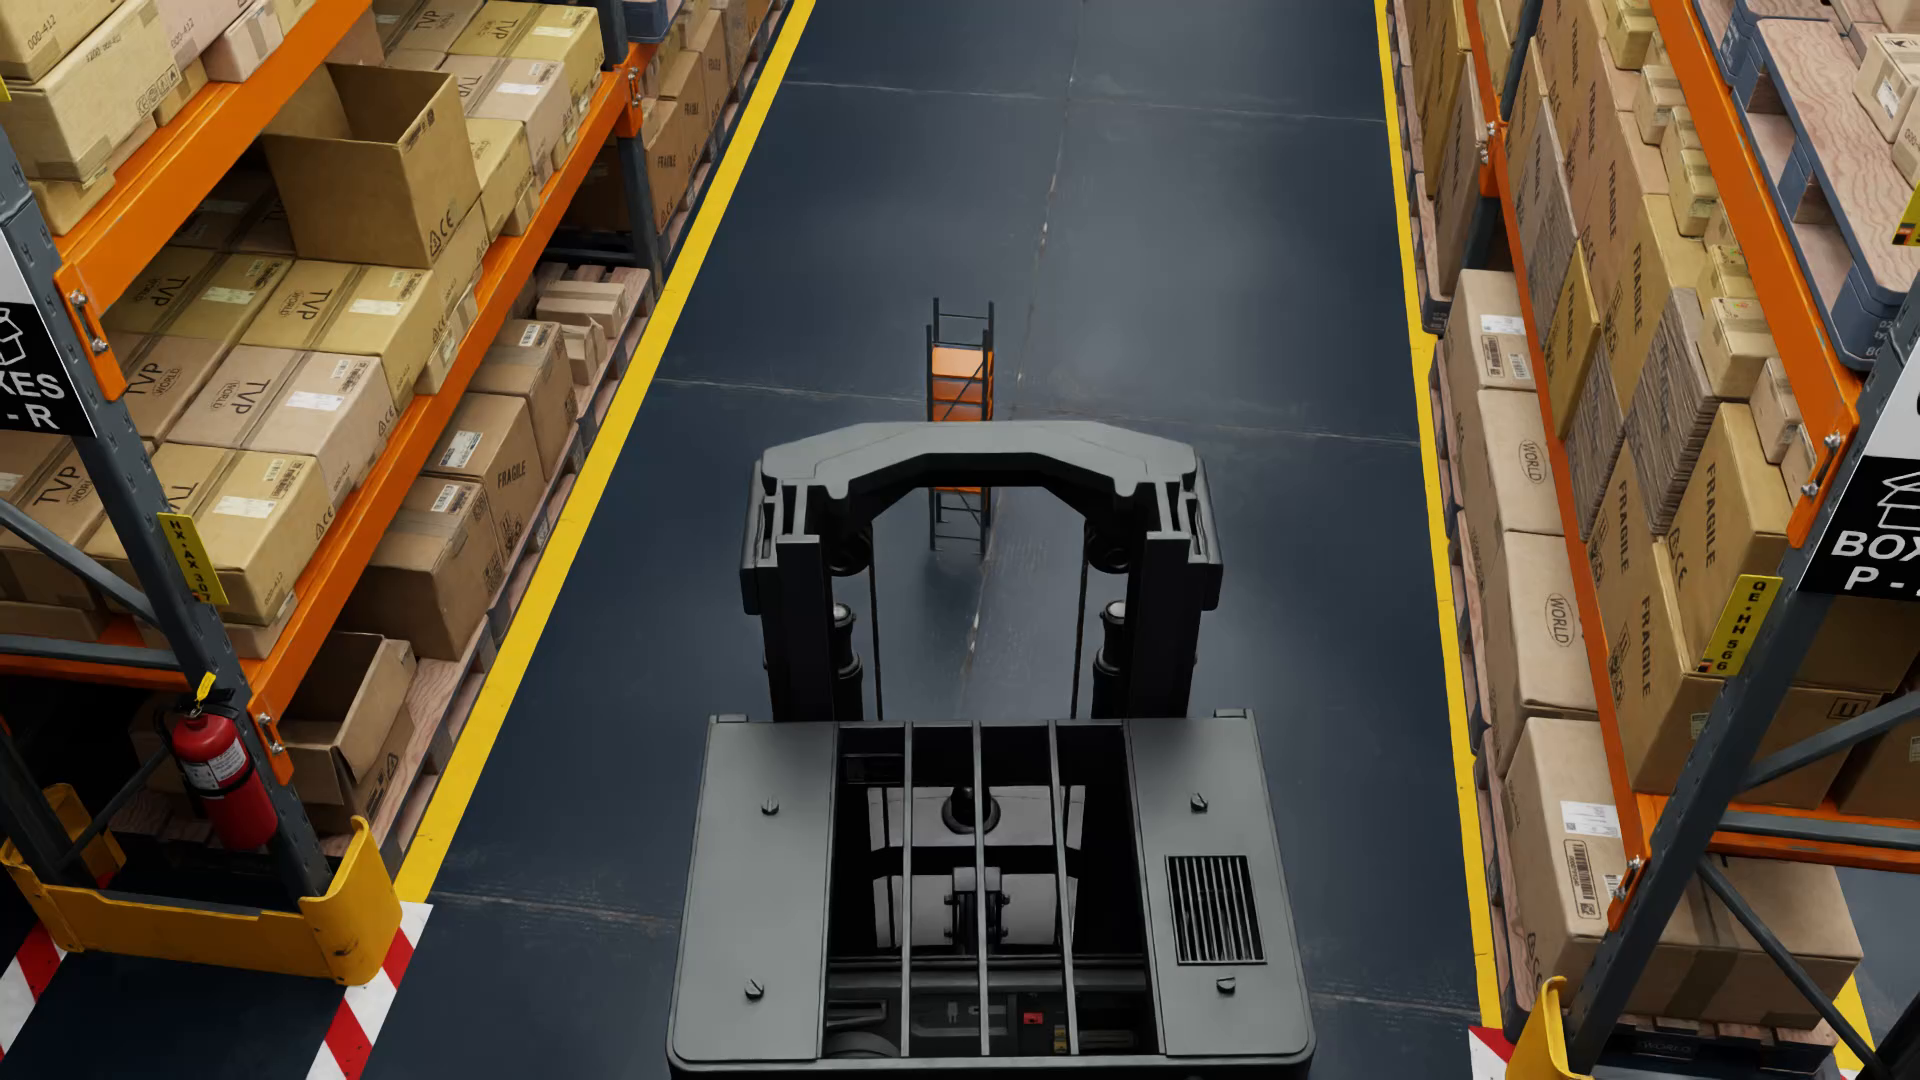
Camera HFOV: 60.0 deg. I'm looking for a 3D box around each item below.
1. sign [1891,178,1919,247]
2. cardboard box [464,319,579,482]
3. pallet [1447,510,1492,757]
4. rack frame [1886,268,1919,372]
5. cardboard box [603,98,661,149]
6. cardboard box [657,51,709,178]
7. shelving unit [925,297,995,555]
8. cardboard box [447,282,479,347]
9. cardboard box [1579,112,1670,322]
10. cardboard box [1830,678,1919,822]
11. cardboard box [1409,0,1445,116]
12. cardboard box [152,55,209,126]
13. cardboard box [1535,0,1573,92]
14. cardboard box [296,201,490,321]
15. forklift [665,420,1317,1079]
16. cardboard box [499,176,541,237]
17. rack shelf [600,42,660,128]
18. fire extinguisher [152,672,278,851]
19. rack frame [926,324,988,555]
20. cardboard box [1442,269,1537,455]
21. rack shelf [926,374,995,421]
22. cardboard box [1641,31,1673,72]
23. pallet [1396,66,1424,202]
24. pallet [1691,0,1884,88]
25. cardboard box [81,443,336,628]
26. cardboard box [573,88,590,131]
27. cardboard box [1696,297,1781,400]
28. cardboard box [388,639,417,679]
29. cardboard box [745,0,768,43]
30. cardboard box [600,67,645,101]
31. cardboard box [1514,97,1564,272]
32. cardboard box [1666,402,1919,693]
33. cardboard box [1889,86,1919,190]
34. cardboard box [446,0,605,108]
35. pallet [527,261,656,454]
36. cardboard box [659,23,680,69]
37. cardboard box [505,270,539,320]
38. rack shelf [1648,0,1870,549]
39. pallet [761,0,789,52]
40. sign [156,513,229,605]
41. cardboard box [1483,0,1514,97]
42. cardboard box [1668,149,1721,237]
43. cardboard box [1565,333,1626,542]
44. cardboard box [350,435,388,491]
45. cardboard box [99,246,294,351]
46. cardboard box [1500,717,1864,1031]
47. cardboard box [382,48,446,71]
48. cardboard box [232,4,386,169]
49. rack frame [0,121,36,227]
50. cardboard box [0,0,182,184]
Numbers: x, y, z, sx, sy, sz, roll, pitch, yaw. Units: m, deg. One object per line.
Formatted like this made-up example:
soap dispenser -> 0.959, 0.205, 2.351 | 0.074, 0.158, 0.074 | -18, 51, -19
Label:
sign -> 1.813, -0.674, 3.035 | 0.100, 0.325, 0.005 | 5, 44, 6
cardboard box -> -2.108, -0.622, 7.260 | 0.700, 0.500, 0.500 | 4, 44, 4
pallet -> 2.541, 0.398, 6.698 | 1.003, 0.211, 1.213 | 5, 44, 6
rack frame -> 2.349, -1.412, 2.218 | 1.000, 3.000, 0.127 | 5, 44, 6
cardboard box -> -1.732, -2.109, 8.359 | 0.380, 0.149, 0.250 | 7, 44, 7
cardboard box -> -1.695, -2.326, 9.060 | 0.500, 0.500, 0.500 | 5, 44, 5
shelving unit -> 0.002, -0.446, 6.870 | 0.258, 1.200, 0.189 | 5, 44, 6
cardboard box -> -2.022, -0.845, 6.165 | 0.380, 0.149, 0.250 | 6, 44, 6
cardboard box -> 2.354, -1.021, 5.369 | 0.500, 0.500, 0.500 | 5, 44, 5
cardboard box -> 2.697, 0.429, 4.565 | 0.500, 0.500, 0.500 | 5, 44, 5
cardboard box -> 3.111, -2.996, 9.495 | 0.875, 0.875, 0.875 | 6, 44, 6
cardboard box -> -2.240, -1.231, 4.391 | 0.380, 0.149, 0.250 | 5, 44, 6
cardboard box -> 2.575, -2.056, 6.462 | 0.500, 0.500, 0.500 | 6, 44, 6
cardboard box -> -2.068, -1.060, 6.103 | 0.500, 0.250, 0.500 | 4, 44, 4
forklift -> 0.047, 1.294, 3.773 | 1.130, 2.935, 3.031 | -1, 43, -1
cardboard box -> -1.925, -1.365, 6.715 | 0.380, 0.149, 0.250 | 5, 44, 5
rack shelf -> -1.779, -3.510, 9.321 | 1.077, 0.370, 4.000 | 5, 44, 6
fire extinguisher -> -2.133, 0.624, 4.759 | 0.296, 0.674, 0.183 | 5, 44, 6
rack frame -> -0.010, -0.383, 6.804 | 0.240, 1.200, 0.006 | 5, 44, 6
cardboard box -> 2.688, -0.764, 7.455 | 0.875, 0.438, 0.875 | 5, 44, 5
rack shelf -> 0.002, -0.588, 6.736 | 0.258, 0.103, 0.180 | 5, 44, 6
cardboard box -> 2.460, -1.528, 5.432 | 0.380, 0.149, 0.250 | 5, 44, 5
pallet -> 3.064, -2.314, 9.562 | 1.003, 0.211, 1.213 | 5, 44, 6
pallet -> 2.595, -1.631, 4.696 | 1.003, 0.211, 1.213 | 5, 44, 6
cardboard box -> -2.245, -0.020, 5.005 | 0.500, 0.250, 0.500 | 5, 44, 6
cardboard box -> -1.848, -1.897, 7.277 | 0.380, 0.149, 0.250 | 6, 44, 7
cardboard box -> 2.158, -0.490, 4.336 | 0.380, 0.149, 0.250 | 5, 44, 5
cardboard box -> -2.302, 0.506, 6.324 | 0.380, 0.149, 0.250 | 4, 44, 4
cardboard box -> -1.500, -3.374, 10.167 | 0.500, 0.500, 0.500 | 7, 44, 7
cardboard box -> -1.792, -2.222, 8.262 | 0.380, 0.149, 0.250 | 5, 44, 5
cardboard box -> 2.486, -1.357, 6.451 | 0.500, 0.500, 0.500 | 5, 44, 6
cardboard box -> 2.177, 0.017, 4.273 | 0.500, 0.500, 0.500 | 7, 44, 7
cardboard box -> 2.319, -0.772, 3.455 | 0.500, 0.250, 0.500 | 2, 43, 2
cardboard box -> -1.868, -2.093, 7.193 | 0.500, 0.250, 0.500 | 6, 44, 7
pallet -> -2.135, -0.928, 8.099 | 1.003, 0.211, 1.213 | 5, 44, 6
cardboard box -> -1.726, -2.669, 8.950 | 0.380, 0.149, 0.250 | 5, 44, 5
cardboard box -> -2.365, -1.156, 7.961 | 0.500, 0.311, 0.500 | 7, 44, 7
rack shelf -> 2.613, -1.425, 4.937 | 1.077, 0.370, 4.000 | 5, 44, 6
pallet -> -1.650, -3.616, 10.938 | 1.003, 0.211, 1.213 | 5, 44, 6
sign -> -2.034, 0.053, 4.405 | 0.100, 0.325, 0.005 | 5, 44, 6
cardboard box -> 2.687, -2.234, 7.559 | 0.500, 0.250, 0.500 | 4, 44, 5
cardboard box -> 2.312, -1.006, 4.881 | 0.380, 0.149, 0.250 | 6, 44, 7
cardboard box -> 2.290, -0.315, 5.350 | 0.500, 0.500, 0.500 | 6, 44, 7
cardboard box -> -2.174, -0.317, 5.608 | 0.380, 0.149, 0.250 | 7, 44, 7
cardboard box -> -2.634, -0.762, 5.788 | 0.500, 0.250, 0.500 | 7, 44, 7
cardboard box -> 2.337, 1.085, 5.502 | 0.875, 0.438, 0.875 | 4, 44, 4
cardboard box -> -2.435, -1.806, 6.891 | 0.500, 0.250, 0.500 | 5, 44, 5
cardboard box -> -2.504, -1.743, 6.279 | 0.500, 0.500, 0.500 | 4, 44, 4
rack frame -> -2.572, -1.861, 2.692 | 1.000, 3.000, 0.127 | 5, 44, 6
cardboard box -> -2.242, -1.103, 3.966 | 0.500, 0.250, 0.500 | 5, 44, 5
